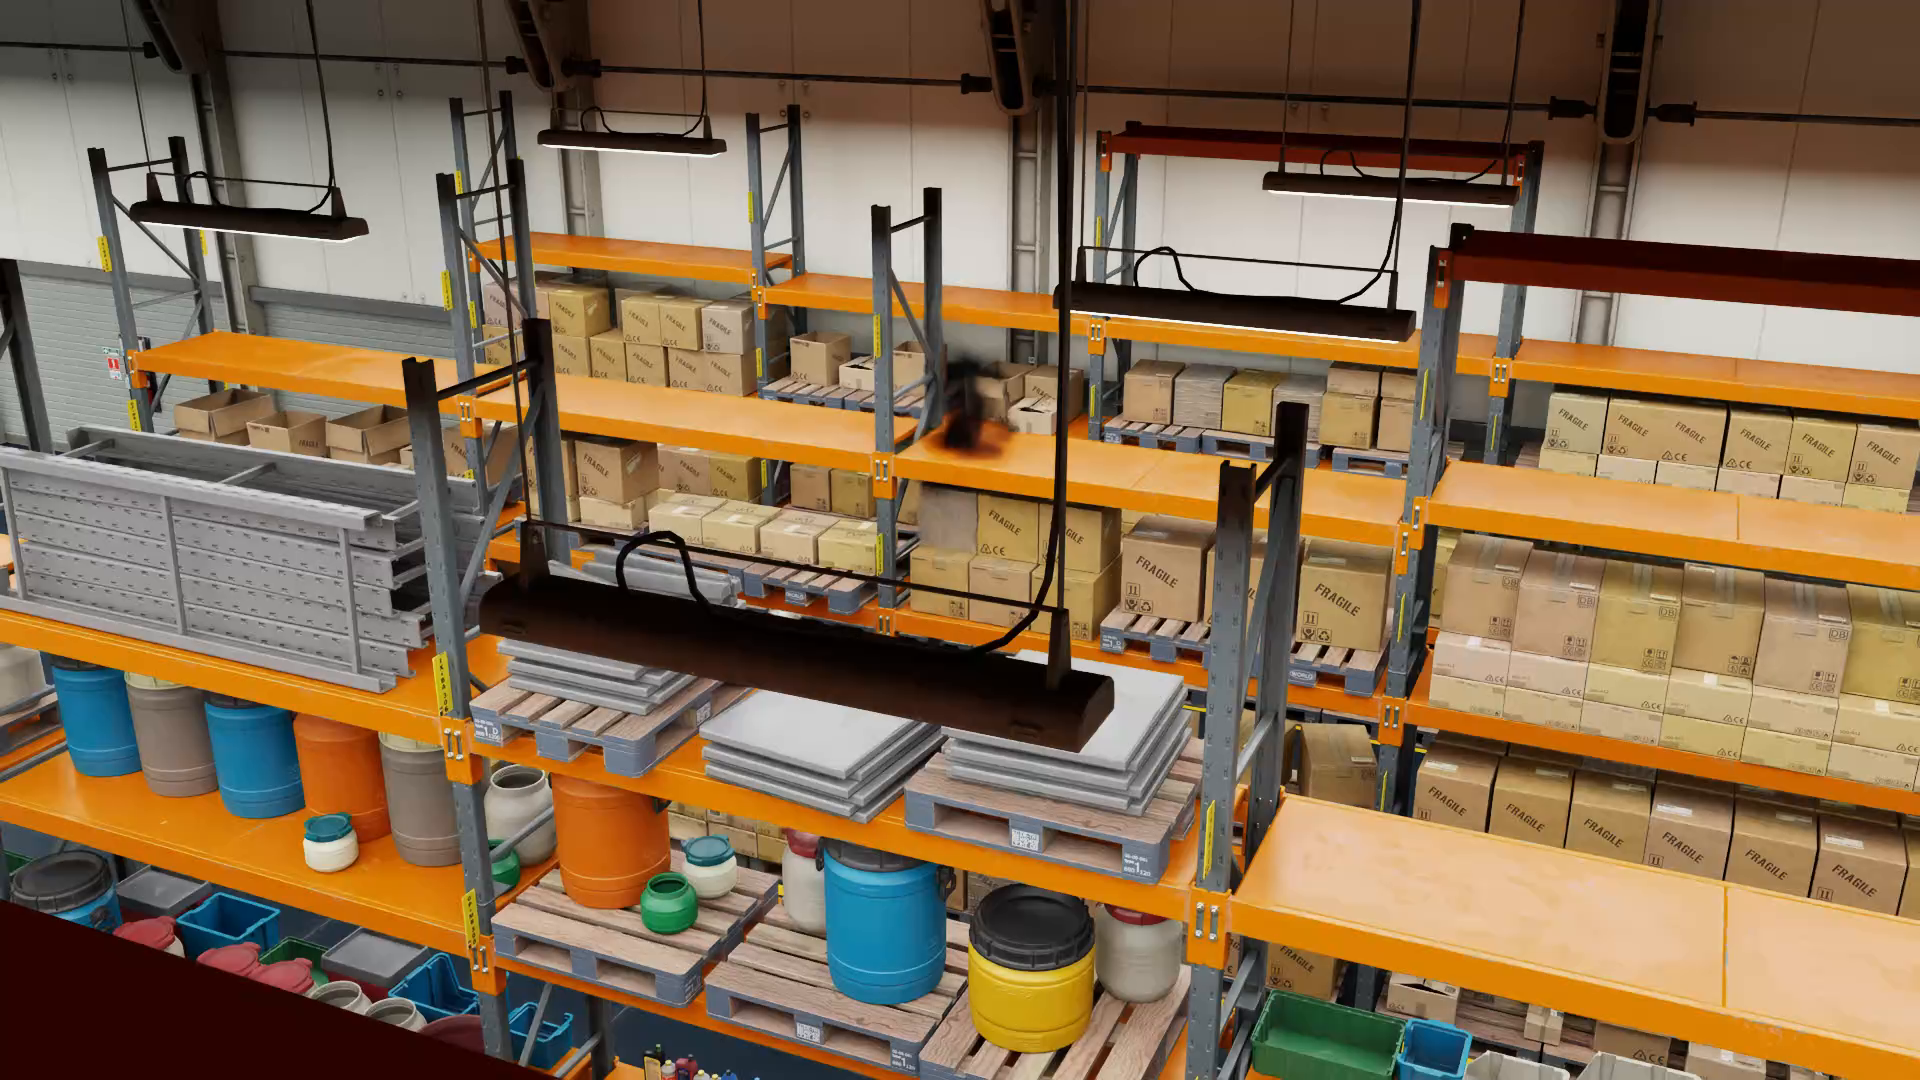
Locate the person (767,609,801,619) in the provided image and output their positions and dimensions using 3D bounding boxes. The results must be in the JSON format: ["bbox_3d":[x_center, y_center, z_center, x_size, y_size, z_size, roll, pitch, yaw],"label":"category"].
[{"bbox_3d":[-1.822,1.184,16.995,0.897,1.745,0.712,5,21,12],"label":"person"}]
